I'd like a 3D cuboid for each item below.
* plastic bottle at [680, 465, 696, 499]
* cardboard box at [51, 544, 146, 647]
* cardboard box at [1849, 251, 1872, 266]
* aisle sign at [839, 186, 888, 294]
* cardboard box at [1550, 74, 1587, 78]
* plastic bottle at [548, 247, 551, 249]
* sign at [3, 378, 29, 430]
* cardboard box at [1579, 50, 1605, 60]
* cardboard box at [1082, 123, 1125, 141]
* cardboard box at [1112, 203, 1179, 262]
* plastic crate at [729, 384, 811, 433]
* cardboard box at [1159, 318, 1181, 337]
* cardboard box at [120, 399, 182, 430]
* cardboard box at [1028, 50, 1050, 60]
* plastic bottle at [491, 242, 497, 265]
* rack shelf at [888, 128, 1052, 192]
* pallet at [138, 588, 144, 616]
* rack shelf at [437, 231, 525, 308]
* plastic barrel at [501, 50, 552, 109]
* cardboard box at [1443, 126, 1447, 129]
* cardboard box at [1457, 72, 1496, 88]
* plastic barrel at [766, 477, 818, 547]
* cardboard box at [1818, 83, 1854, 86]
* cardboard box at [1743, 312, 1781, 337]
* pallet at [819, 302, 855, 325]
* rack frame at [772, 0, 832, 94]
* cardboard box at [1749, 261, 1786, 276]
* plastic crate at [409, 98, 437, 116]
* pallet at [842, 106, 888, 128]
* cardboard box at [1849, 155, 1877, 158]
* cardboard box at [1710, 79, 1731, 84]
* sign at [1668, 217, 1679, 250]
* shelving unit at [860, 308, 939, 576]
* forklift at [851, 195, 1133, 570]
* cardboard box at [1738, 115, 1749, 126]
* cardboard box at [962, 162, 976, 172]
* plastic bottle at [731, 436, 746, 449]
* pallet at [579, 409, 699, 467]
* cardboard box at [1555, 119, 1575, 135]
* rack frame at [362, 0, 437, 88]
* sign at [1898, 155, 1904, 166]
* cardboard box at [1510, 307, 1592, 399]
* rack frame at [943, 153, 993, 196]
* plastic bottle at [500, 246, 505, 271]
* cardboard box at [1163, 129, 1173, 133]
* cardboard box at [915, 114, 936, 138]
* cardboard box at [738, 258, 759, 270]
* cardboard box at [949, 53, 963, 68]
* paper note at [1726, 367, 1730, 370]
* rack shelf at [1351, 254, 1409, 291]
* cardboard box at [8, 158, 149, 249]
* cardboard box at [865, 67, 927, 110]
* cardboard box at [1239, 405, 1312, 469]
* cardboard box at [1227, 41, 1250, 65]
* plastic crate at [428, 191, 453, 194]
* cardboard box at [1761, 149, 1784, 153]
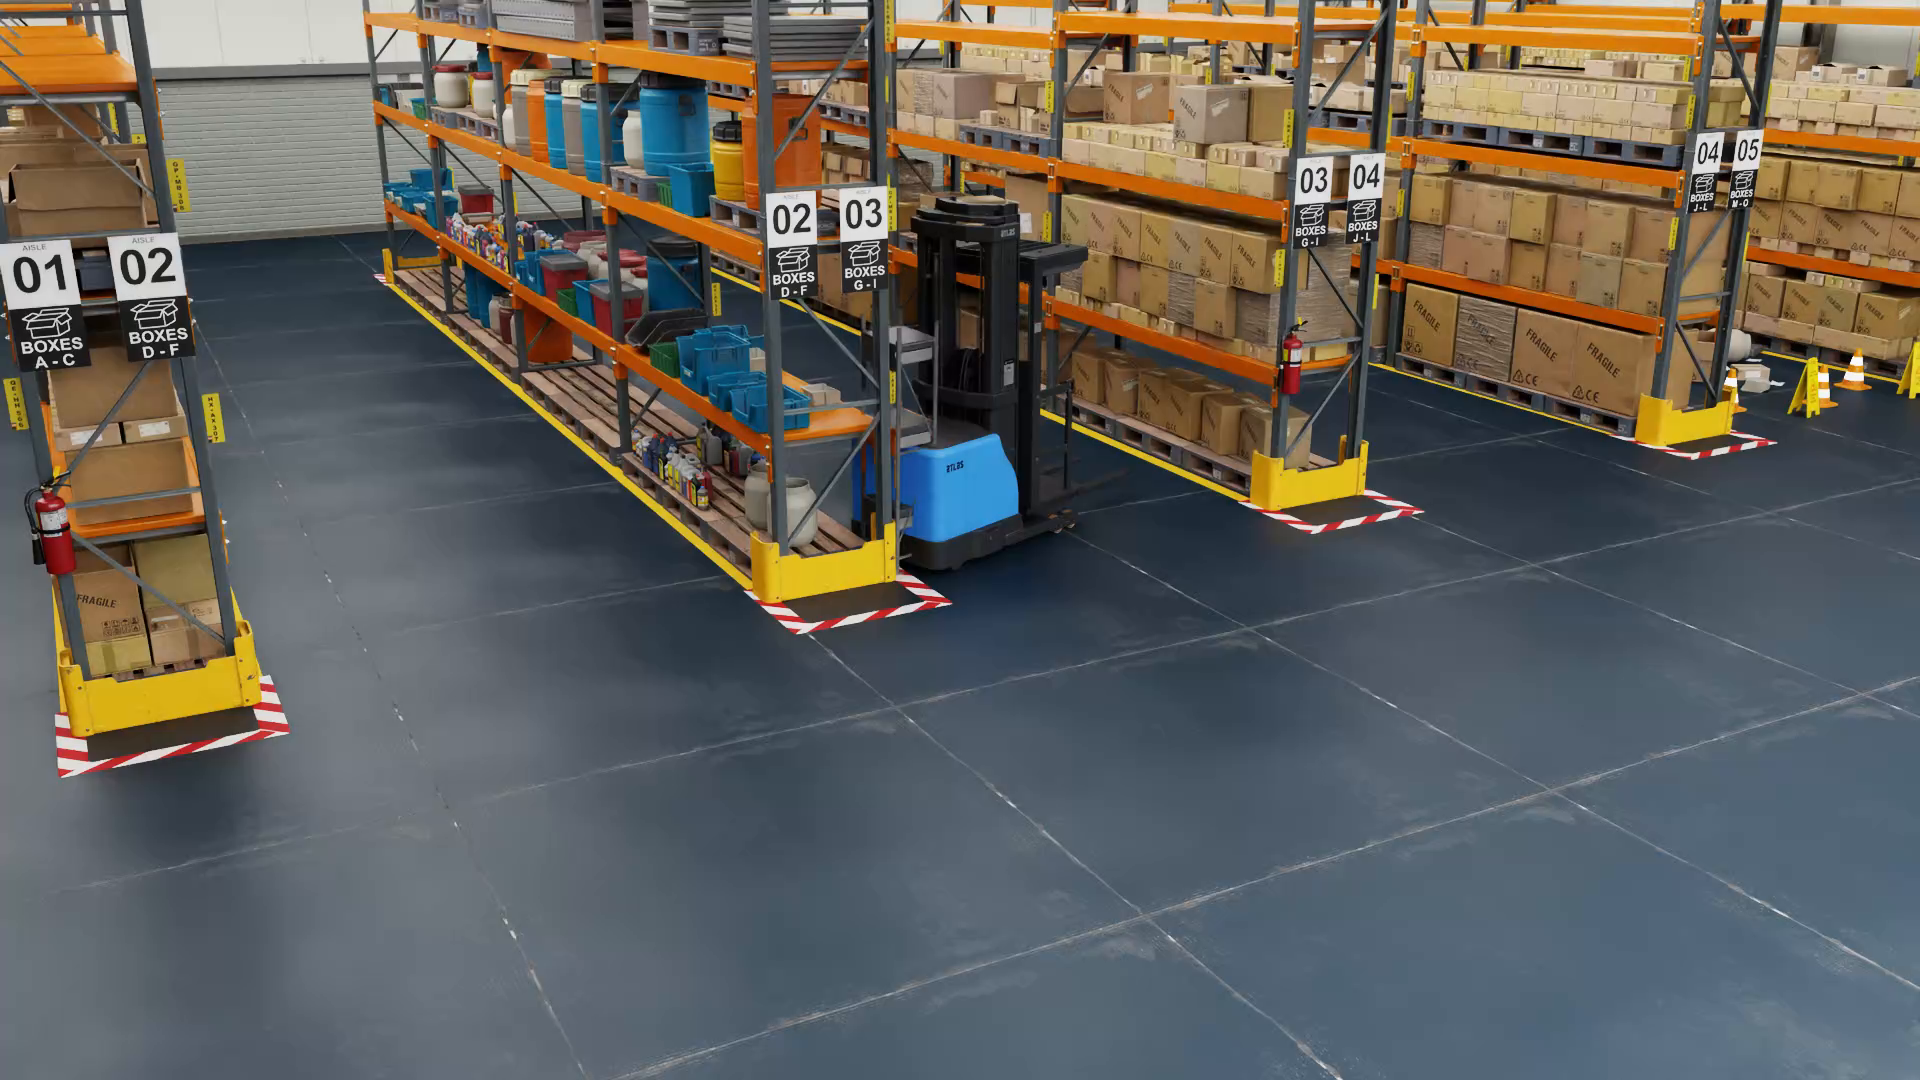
[{"bbox_3d":[-2.441,-0.529,15.066,0.152,0.276,0.135,-11,22,-28],"label":"plastic bottle"},{"bbox_3d":[-5.899,0.372,11.375,0.500,0.500,0.500,-10,21,-27],"label":"cardboard box"},{"bbox_3d":[11.224,-3.492,20.538,0.380,0.149,0.250,-10,21,-26],"label":"cardboard box"},{"bbox_3d":[-0.729,-2.286,12.673,0.394,0.787,0.004,-10,21,-27],"label":"aisle sign"},{"bbox_3d":[6.904,-5.191,18.844,0.380,0.149,0.250,-10,22,-27],"label":"cardboard box"},{"bbox_3d":[-5.062,-3.518,20.532,0.097,0.201,0.097,0,19,0],"label":"plastic bottle"},{"bbox_3d":[-5.866,-0.846,10.345,0.100,0.325,0.005,-10,21,-27],"label":"sign"},{"bbox_3d":[11.266,-8.648,29.630,0.380,0.149,0.250,-10,21,-26],"label":"cardboard box"},{"bbox_3d":[1.508,-4.277,17.447,0.380,0.149,0.250,-11,22,-29],"label":"cardboard box"},{"bbox_3d":[1.904,-3.153,17.029,0.500,0.500,0.500,-10,21,-27],"label":"cardboard box"},{"bbox_3d":[-1.522,-1.060,13.332,0.499,0.251,0.616,-10,21,-27],"label":"plastic crate"},{"bbox_3d":[2.216,-2.145,16.635,0.380,0.149,0.250,-10,21,-27],"label":"cardboard box"},{"bbox_3d":[-5.507,-0.842,11.324,0.380,0.149,0.250,-11,22,-28],"label":"cardboard box"},{"bbox_3d":[1.355,-8.035,27.571,0.380,0.149,0.250,-9,21,-25],"label":"cardboard box"},{"bbox_3d":[-5.721,-3.532,20.467,0.097,0.271,0.097,0,19,0],"label":"plastic bottle"},{"bbox_3d":[0.488,-4.600,19.868,1.077,0.370,4.000,-10,21,-27],"label":"rack shelf"},{"bbox_3d":[-6.358,0.489,12.891,1.003,0.211,1.213,-10,21,-27],"label":"pallet"},{"bbox_3d":[-5.770,-3.563,21.462,1.077,0.370,4.000,-10,21,-27],"label":"rack shelf"},{"bbox_3d":[-5.087,-5.312,19.527,0.600,0.830,0.708,-10,21,-27],"label":"plastic barrel"},{"bbox_3d":[7.997,-6.472,27.102,0.500,0.500,0.500,-10,21,-26],"label":"cardboard box"},{"bbox_3d":[5.967,-5.306,19.178,0.380,0.149,0.250,-10,22,-27],"label":"cardboard box"},{"bbox_3d":[-1.401,-0.232,13.876,0.421,0.512,0.421,0,19,0],"label":"plastic barrel"},{"bbox_3d":[11.178,-5.740,21.232,0.380,0.149,0.250,-10,21,-26],"label":"cardboard box"},{"bbox_3d":[10.720,-2.867,21.914,0.500,0.250,0.500,-10,22,-27],"label":"cardboard box"},{"bbox_3d":[-1.345,-3.366,24.062,1.003,0.211,1.213,-10,21,-27],"label":"pallet"},{"bbox_3d":[-2.361,-8.081,24.253,1.000,3.000,0.127,-10,21,-27],"label":"rack frame"},{"bbox_3d":[10.585,-3.562,21.784,0.380,0.149,0.250,-9,21,-24],"label":"cardboard box"},{"bbox_3d":[-7.433,-6.028,23.161,0.416,0.233,0.300,-10,21,-27],"label":"plastic crate"},{"bbox_3d":[-0.814,-5.602,21.957,1.213,0.211,1.003,-9,21,-24],"label":"pallet"},{"bbox_3d":[14.209,-5.968,26.181,0.380,0.149,0.250,-10,22,-27],"label":"cardboard box"},{"bbox_3d":[10.022,-6.018,22.038,0.380,0.149,0.250,-10,22,-28],"label":"cardboard box"},{"bbox_3d":[7.267,-3.118,16.932,0.100,0.325,0.005,-10,21,-27],"label":"sign"},{"bbox_3d":[-0.504,-0.798,13.646,0.431,2.100,0.503,-15,27,-35],"label":"shelving unit"},{"bbox_3d":[0.410,-1.541,14.603,1.130,2.935,3.031,16,24,38],"label":"forklift"},{"bbox_3d":[10.382,-5.517,21.808,0.380,0.149,0.250,-10,21,-27],"label":"cardboard box"},{"bbox_3d":[0.256,-6.717,29.885,0.380,0.149,0.250,-11,22,-28],"label":"cardboard box"},{"bbox_3d":[-2.117,-0.849,15.879,0.144,0.351,0.185,-10,21,-27],"label":"plastic bottle"},{"bbox_3d":[-3.328,-1.082,17.444,1.003,0.211,1.213,-10,21,-27],"label":"pallet"},{"bbox_3d":[6.692,-4.492,18.040,0.380,0.149,0.250,-10,21,-26],"label":"cardboard box"},{"bbox_3d":[-8.619,-8.462,25.358,1.000,3.000,0.127,-10,21,-27],"label":"rack frame"},{"bbox_3d":[14.053,-5.676,24.828,0.100,0.325,0.005,-10,21,-27],"label":"sign"},{"bbox_3d":[6.951,-2.170,18.935,0.875,0.875,0.875,-10,22,-28],"label":"cardboard box"},{"bbox_3d":[0.153,-7.132,30.702,1.000,3.000,0.127,-10,21,-27],"label":"rack frame"},{"bbox_3d":[-5.497,-3.390,20.037,0.061,0.283,0.133,-10,21,-27],"label":"plastic bottle"},{"bbox_3d":[2.300,-4.125,17.007,0.380,0.149,0.250,-9,21,-25],"label":"cardboard box"},{"bbox_3d":[-0.219,-5.122,20.507,0.500,0.250,0.500,-9,21,-25],"label":"cardboard box"},{"bbox_3d":[-3.031,-4.899,26.844,0.875,0.875,0.875,-10,21,-27],"label":"cardboard box"},{"bbox_3d":[0.137,-8.546,29.665,0.500,0.250,0.500,-10,21,-26],"label":"cardboard box"},{"bbox_3d":[9.587,-2.156,20.850,0.148,0.019,0.142,-3,19,-8],"label":"paper note"},{"bbox_3d":[4.902,-3.921,22.500,1.077,0.370,4.000,-10,21,-27],"label":"rack shelf"},{"bbox_3d":[-5.651,-2.164,10.688,0.797,0.503,0.637,-8,21,-23],"label":"cardboard box"},{"bbox_3d":[-0.814,-5.926,21.805,0.797,0.503,0.637,-9,21,-23],"label":"cardboard box"},{"bbox_3d":[3.056,-0.999,16.115,0.500,0.500,0.500,-6,20,-17],"label":"cardboard box"},{"bbox_3d":[5.287,-9.037,30.673,0.500,0.500,0.500,-10,21,-26],"label":"cardboard box"},{"bbox_3d":[-8.072,-5.323,25.772,0.396,0.136,0.243,-10,21,-27],"label":"plastic crate"},{"bbox_3d":[13.141,-6.249,26.995,0.380,0.149,0.250,-9,21,-26],"label":"cardboard box"}]
